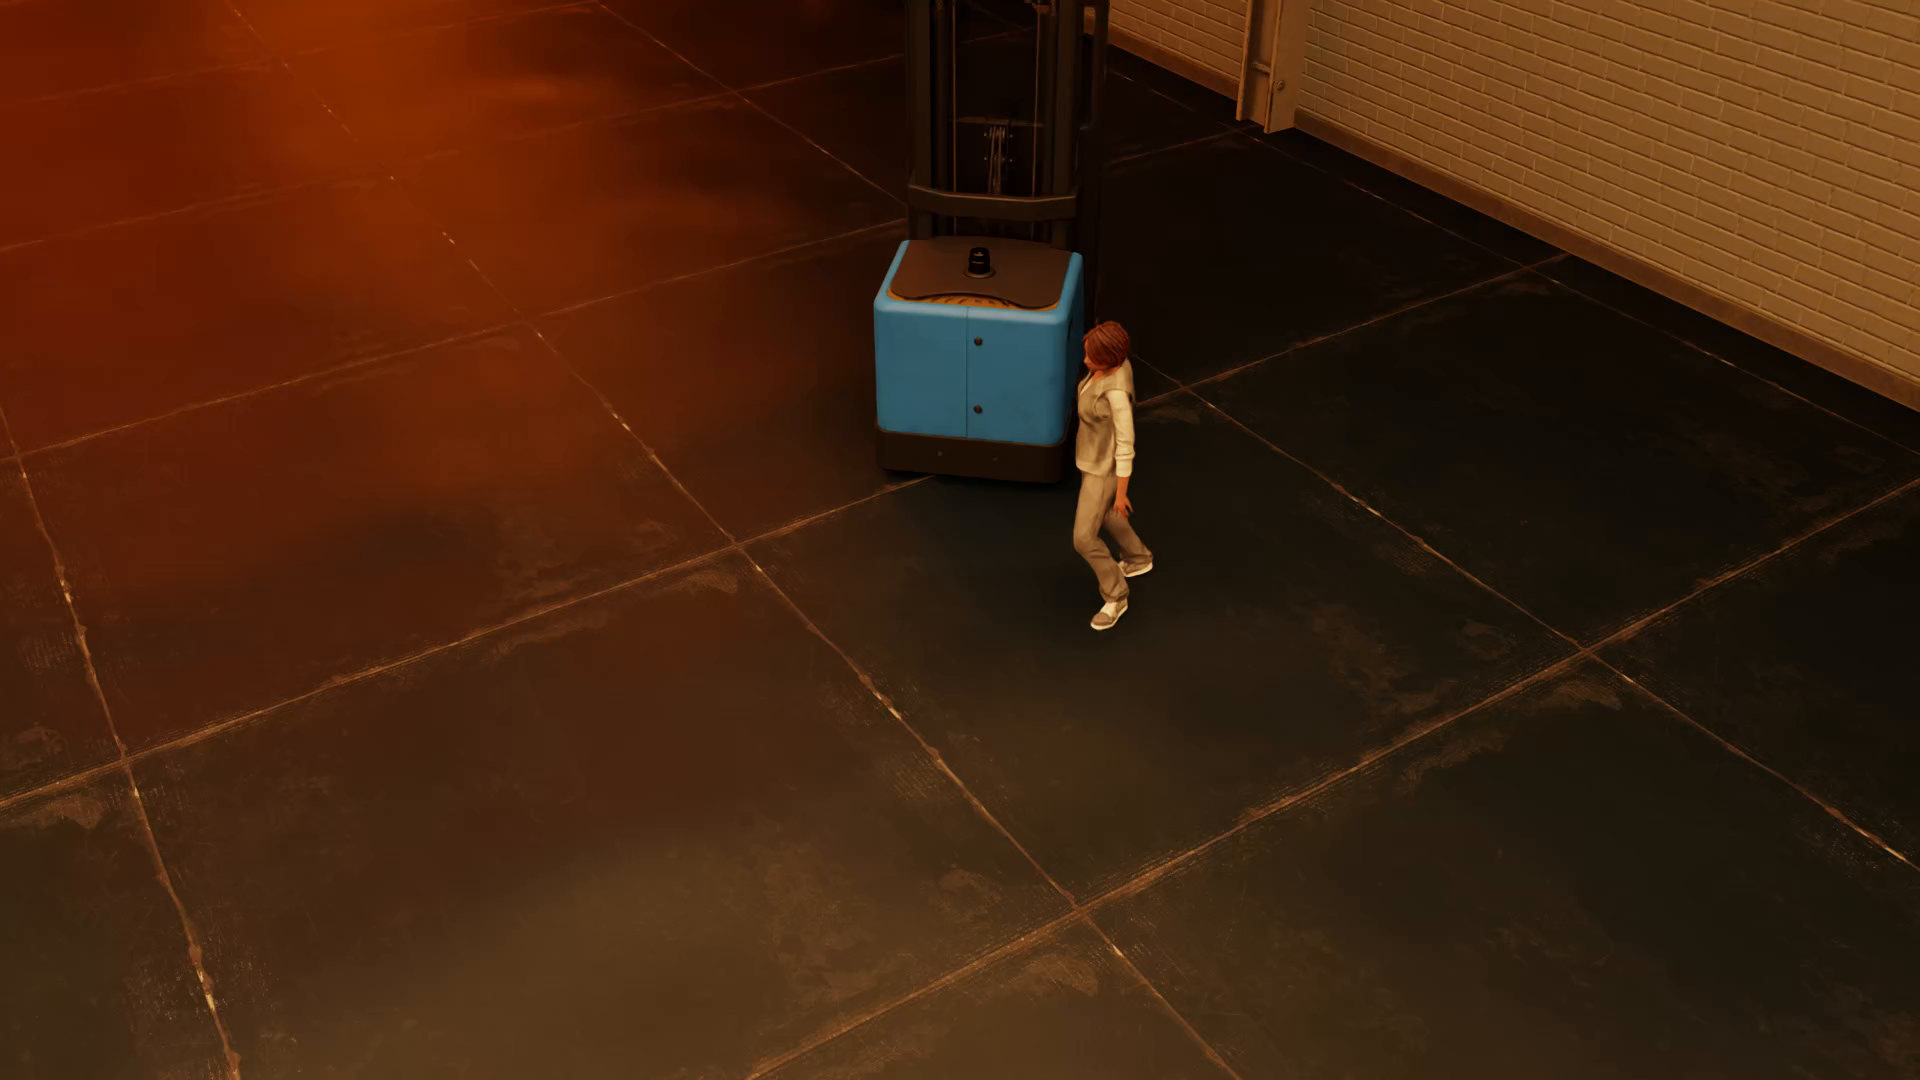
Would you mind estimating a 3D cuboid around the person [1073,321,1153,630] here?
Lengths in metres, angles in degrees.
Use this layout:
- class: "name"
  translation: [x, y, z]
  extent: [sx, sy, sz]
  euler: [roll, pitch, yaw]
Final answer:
- class: "person"
  translation: [0.759, -0.378, 7.937]
  extent: [0.429, 1.567, 0.746]
  euler: [1, 35, 1]

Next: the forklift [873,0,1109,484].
- class: "forklift"
  translation: [0.289, -2.343, 9.482]
  extent: [1.130, 2.935, 3.031]
  euler: [6, 35, 8]
